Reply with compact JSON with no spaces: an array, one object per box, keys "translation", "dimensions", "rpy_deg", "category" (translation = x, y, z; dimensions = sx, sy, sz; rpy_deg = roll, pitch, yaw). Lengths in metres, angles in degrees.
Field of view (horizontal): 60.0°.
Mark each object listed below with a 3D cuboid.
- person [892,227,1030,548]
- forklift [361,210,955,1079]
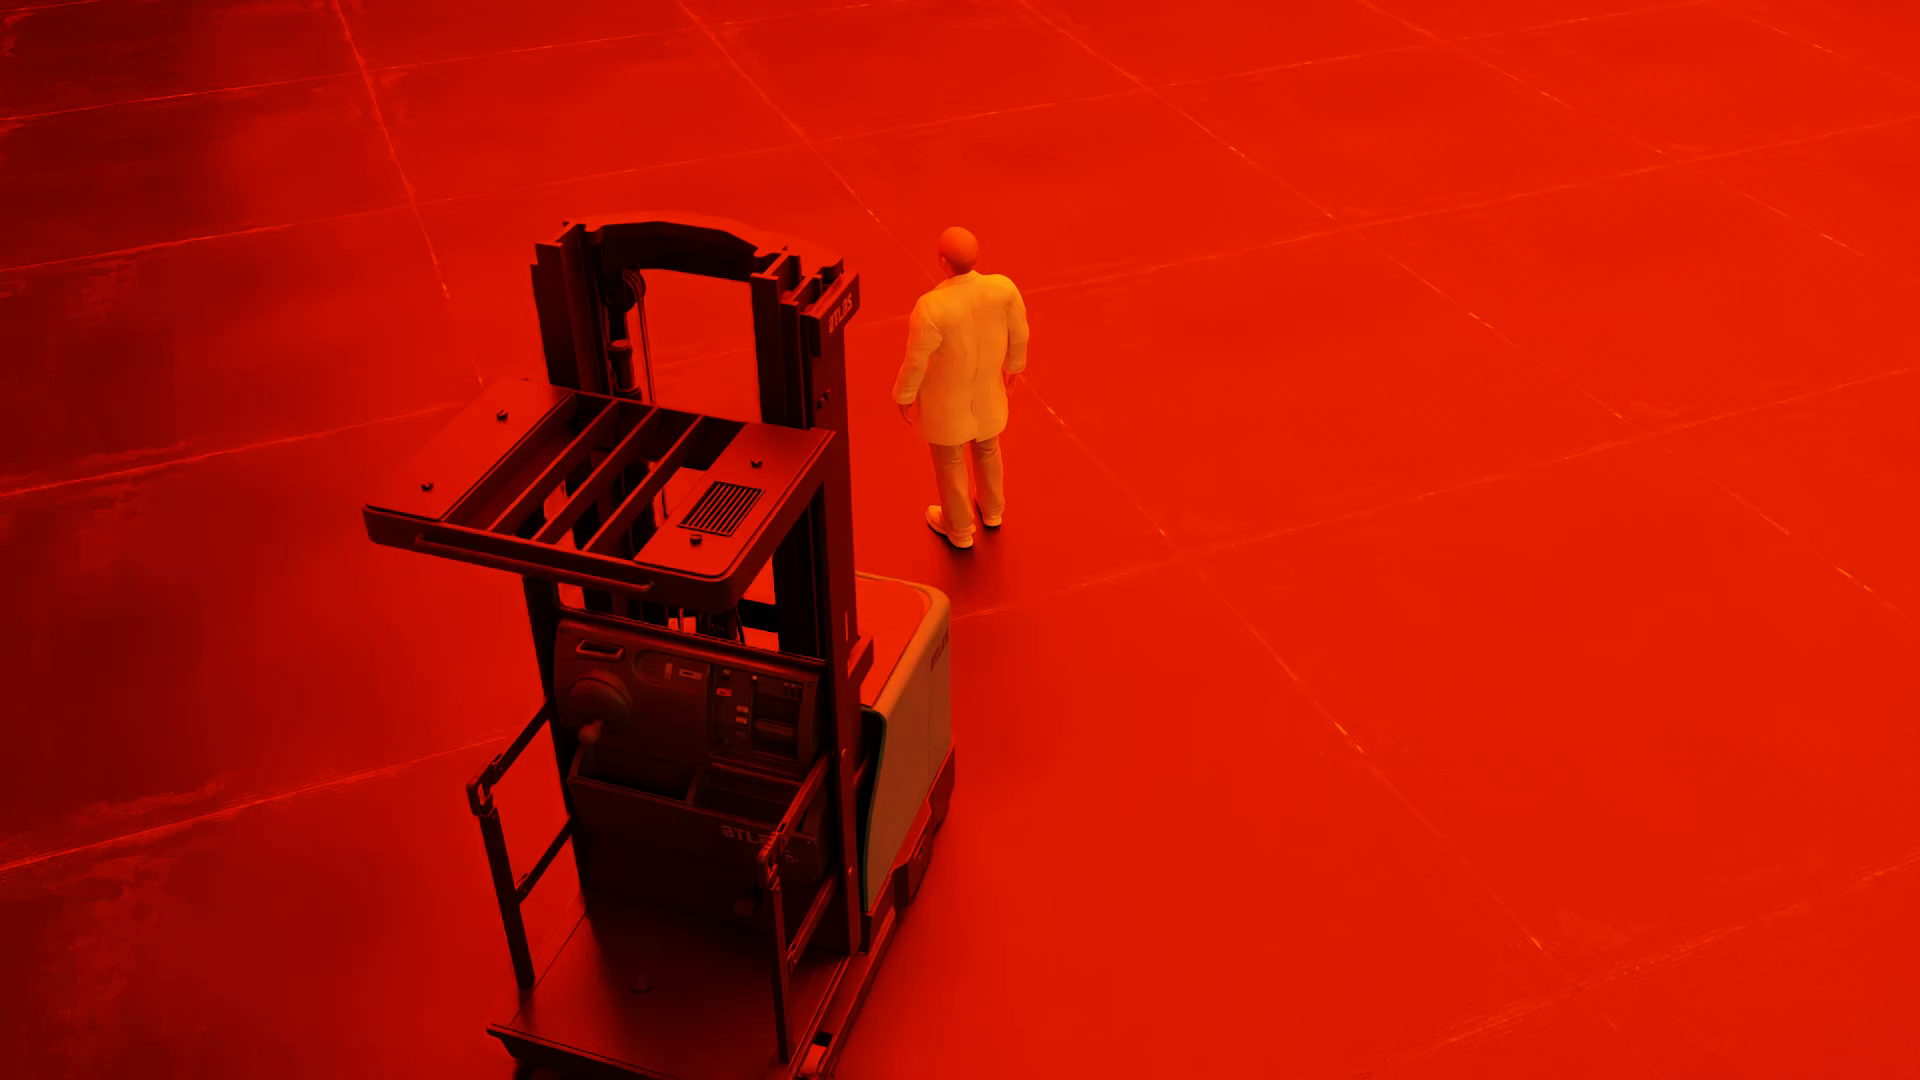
[{"translation":[-0.031,-0.780,8.178],"dimensions":[0.694,1.776,0.581],"rpy_deg":[-14,38,-19],"category":"person"},{"translation":[-0.966,0.595,5.262],"dimensions":[1.130,2.935,3.031],"rpy_deg":[11,37,15],"category":"forklift"}]
